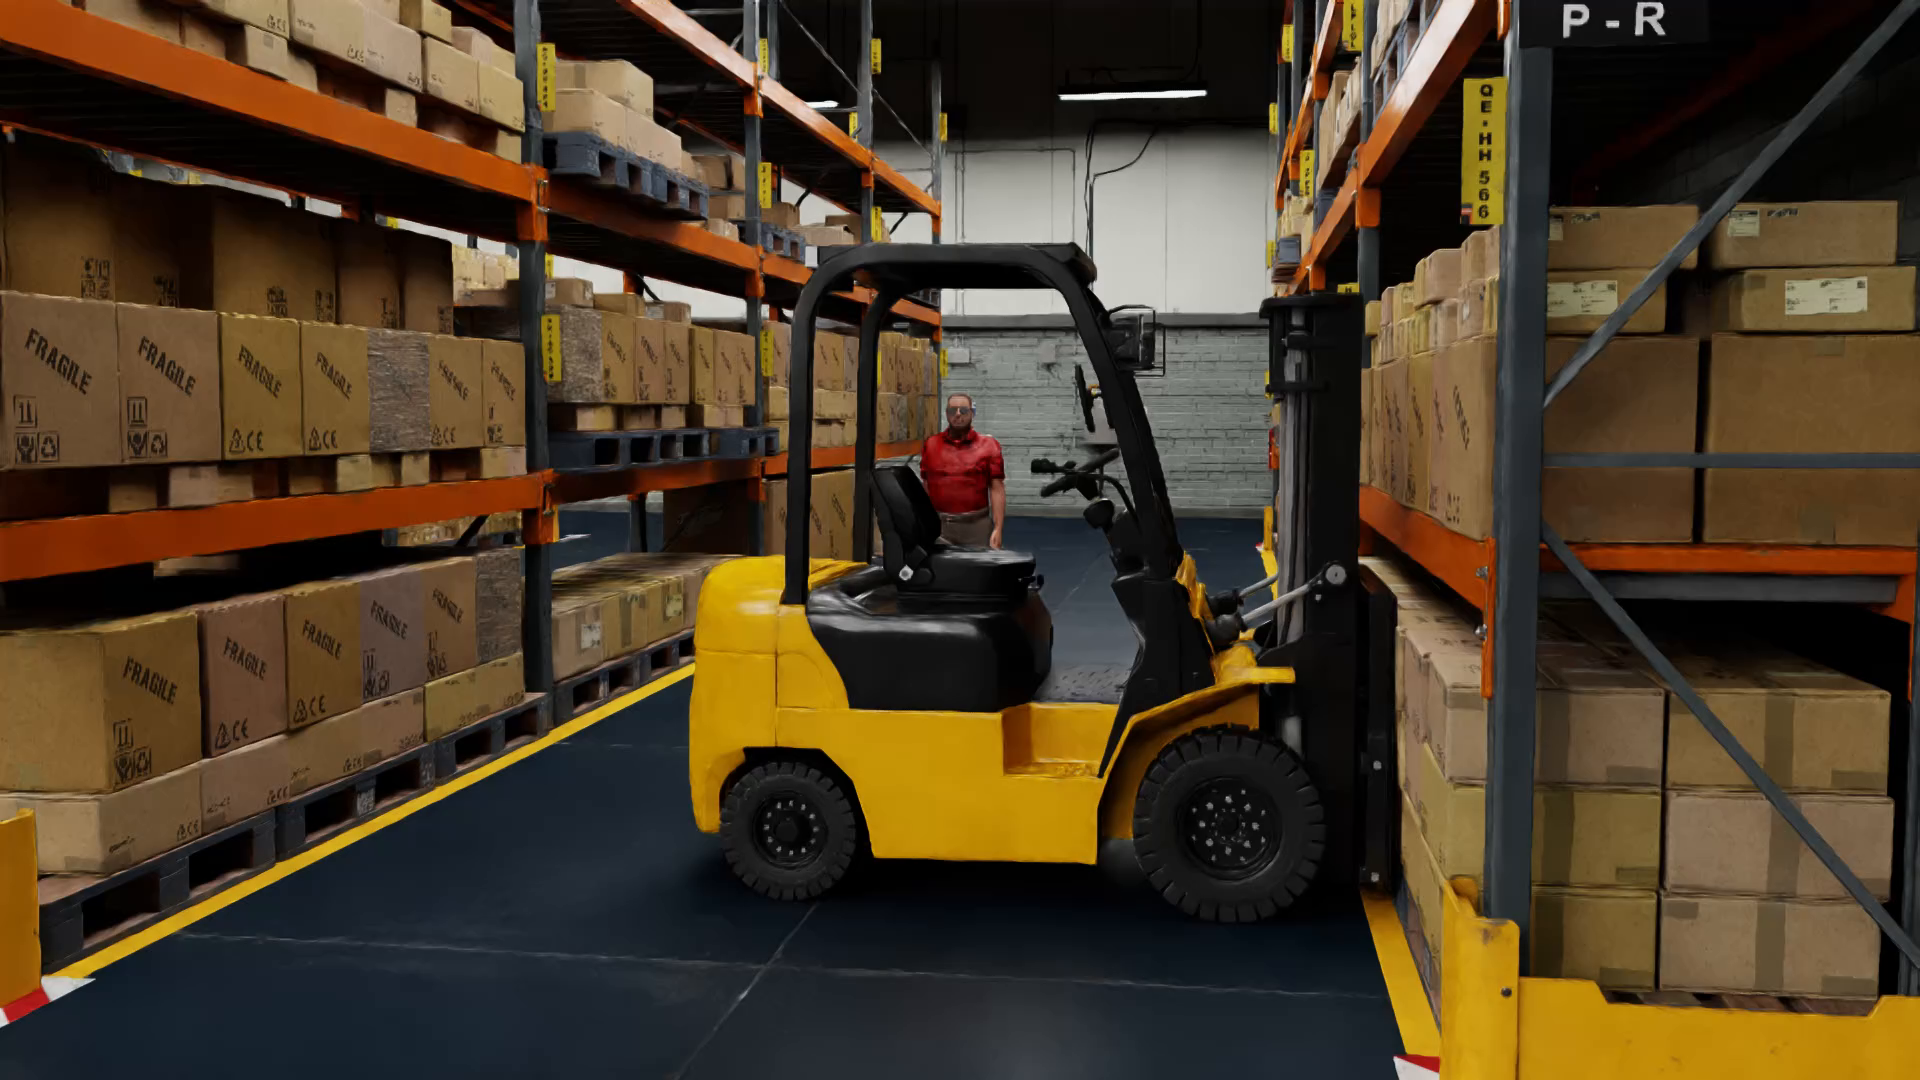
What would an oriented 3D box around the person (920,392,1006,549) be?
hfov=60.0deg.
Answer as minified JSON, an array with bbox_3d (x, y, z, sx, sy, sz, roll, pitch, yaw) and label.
[{"bbox_3d":[0.002,-0.034,10.082,0.539,1.723,0.705,0,4,6],"label":"person"}]
